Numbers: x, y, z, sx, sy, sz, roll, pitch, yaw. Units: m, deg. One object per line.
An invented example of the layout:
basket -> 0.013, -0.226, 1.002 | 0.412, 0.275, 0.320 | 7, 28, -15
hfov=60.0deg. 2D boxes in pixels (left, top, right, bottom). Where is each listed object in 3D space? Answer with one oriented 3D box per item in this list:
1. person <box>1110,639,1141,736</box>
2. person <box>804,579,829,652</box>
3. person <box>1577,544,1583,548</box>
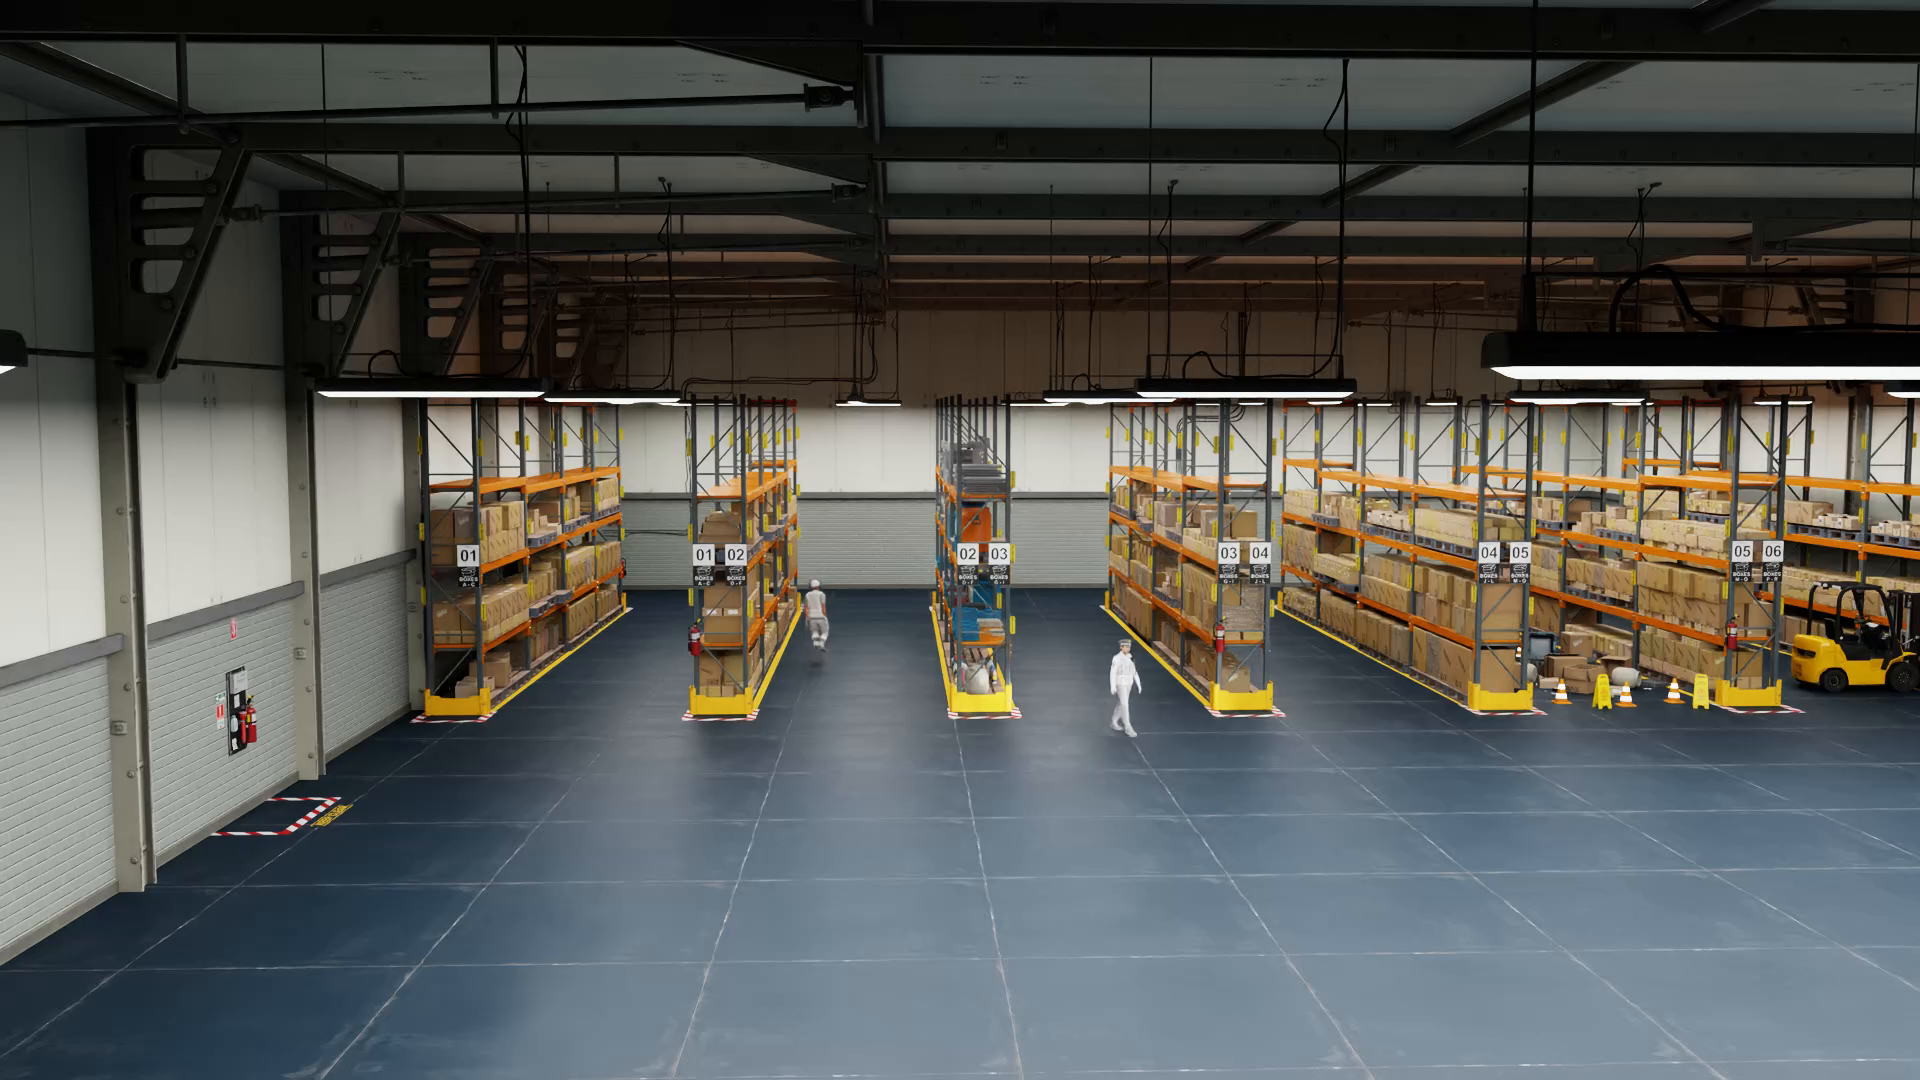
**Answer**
person -> 2.930, 2.570, 29.357 | 0.796, 1.648, 0.495 | 4, 6, 44
person -> -3.259, 1.714, 37.764 | 0.584, 1.644, 0.604 | 0, 5, 5
person -> 18.351, 0.977, 49.244 | 1.082, 1.736, 0.548 | 0, 5, -6
